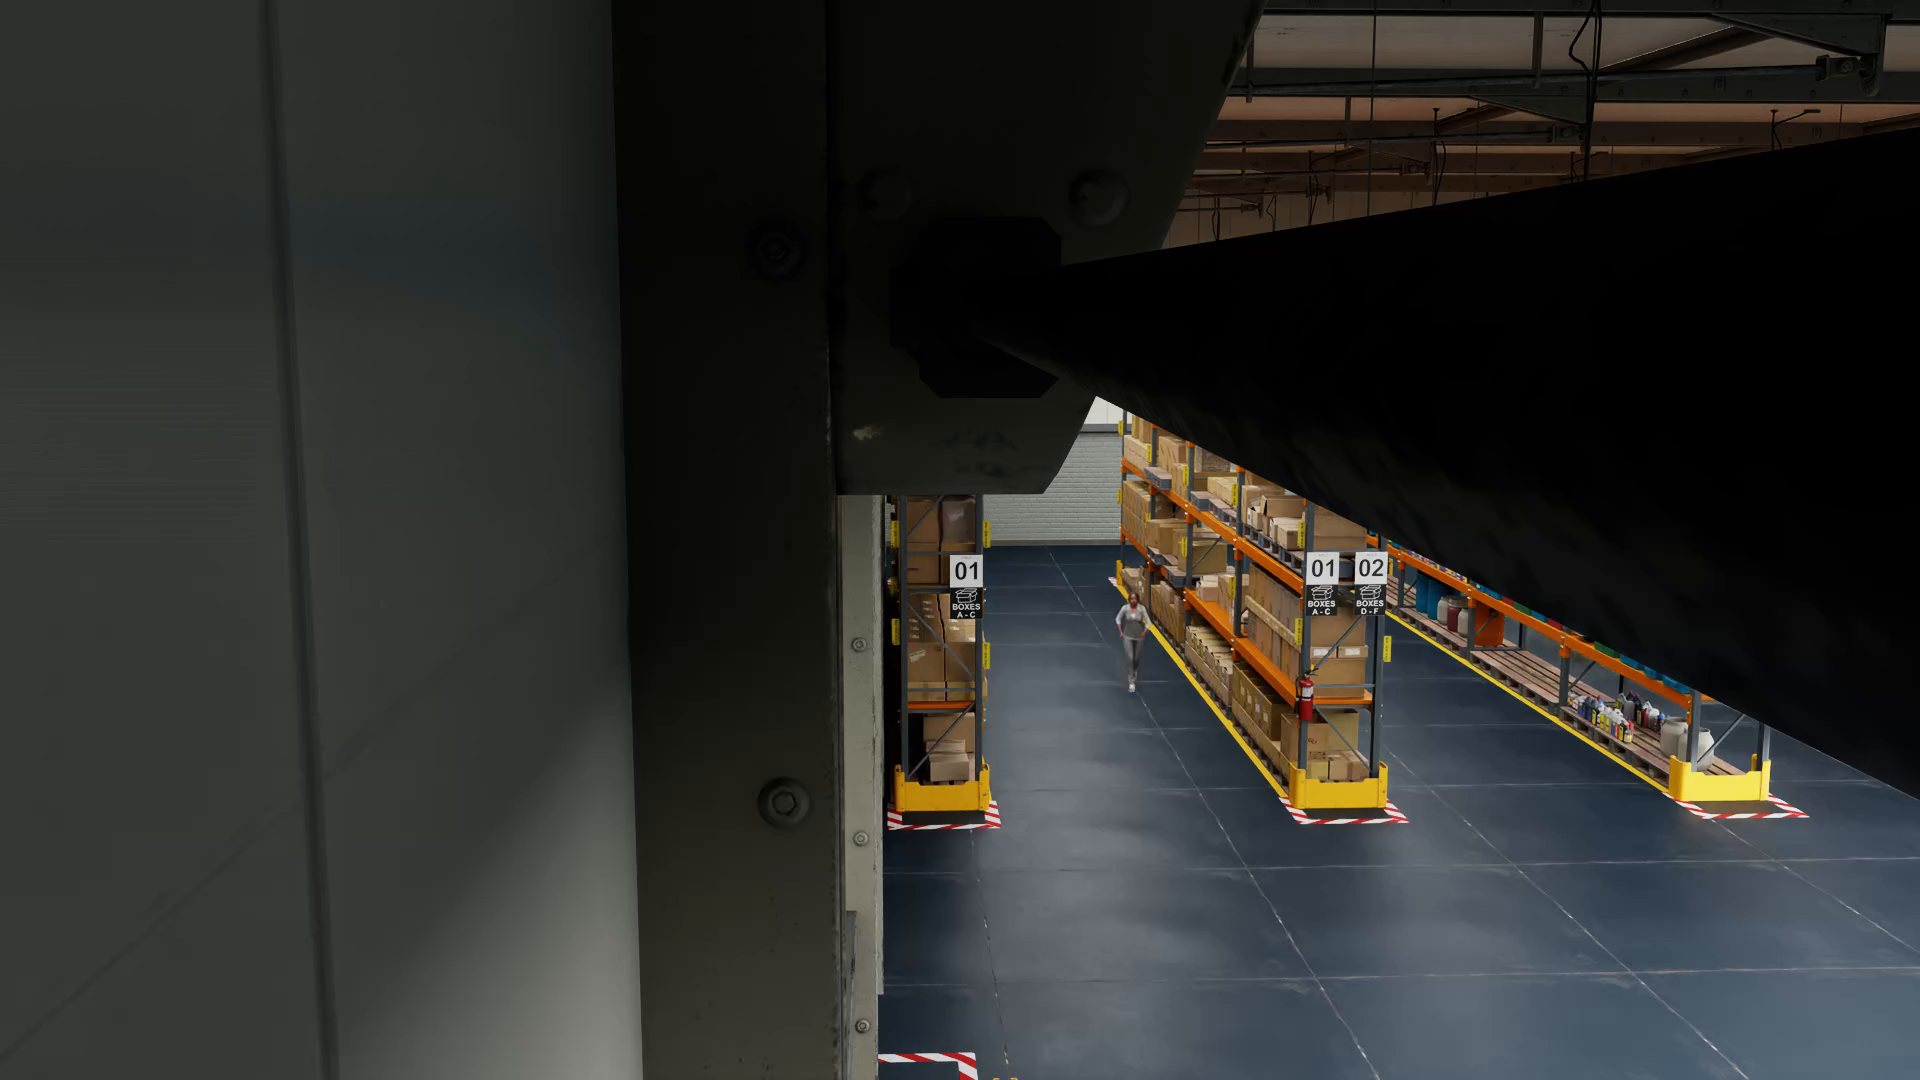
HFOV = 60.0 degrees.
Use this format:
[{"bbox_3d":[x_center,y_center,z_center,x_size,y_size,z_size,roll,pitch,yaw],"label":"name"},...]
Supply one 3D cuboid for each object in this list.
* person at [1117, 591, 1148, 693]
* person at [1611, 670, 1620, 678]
[{"bbox_3d":[1.217,1.797,25.569,3.606,1.604,3.489,0,8,1],"label":"person"},{"bbox_3d":[11.034,1.408,27.543,0.662,1.753,0.689,-1,9,-10],"label":"person"}]
